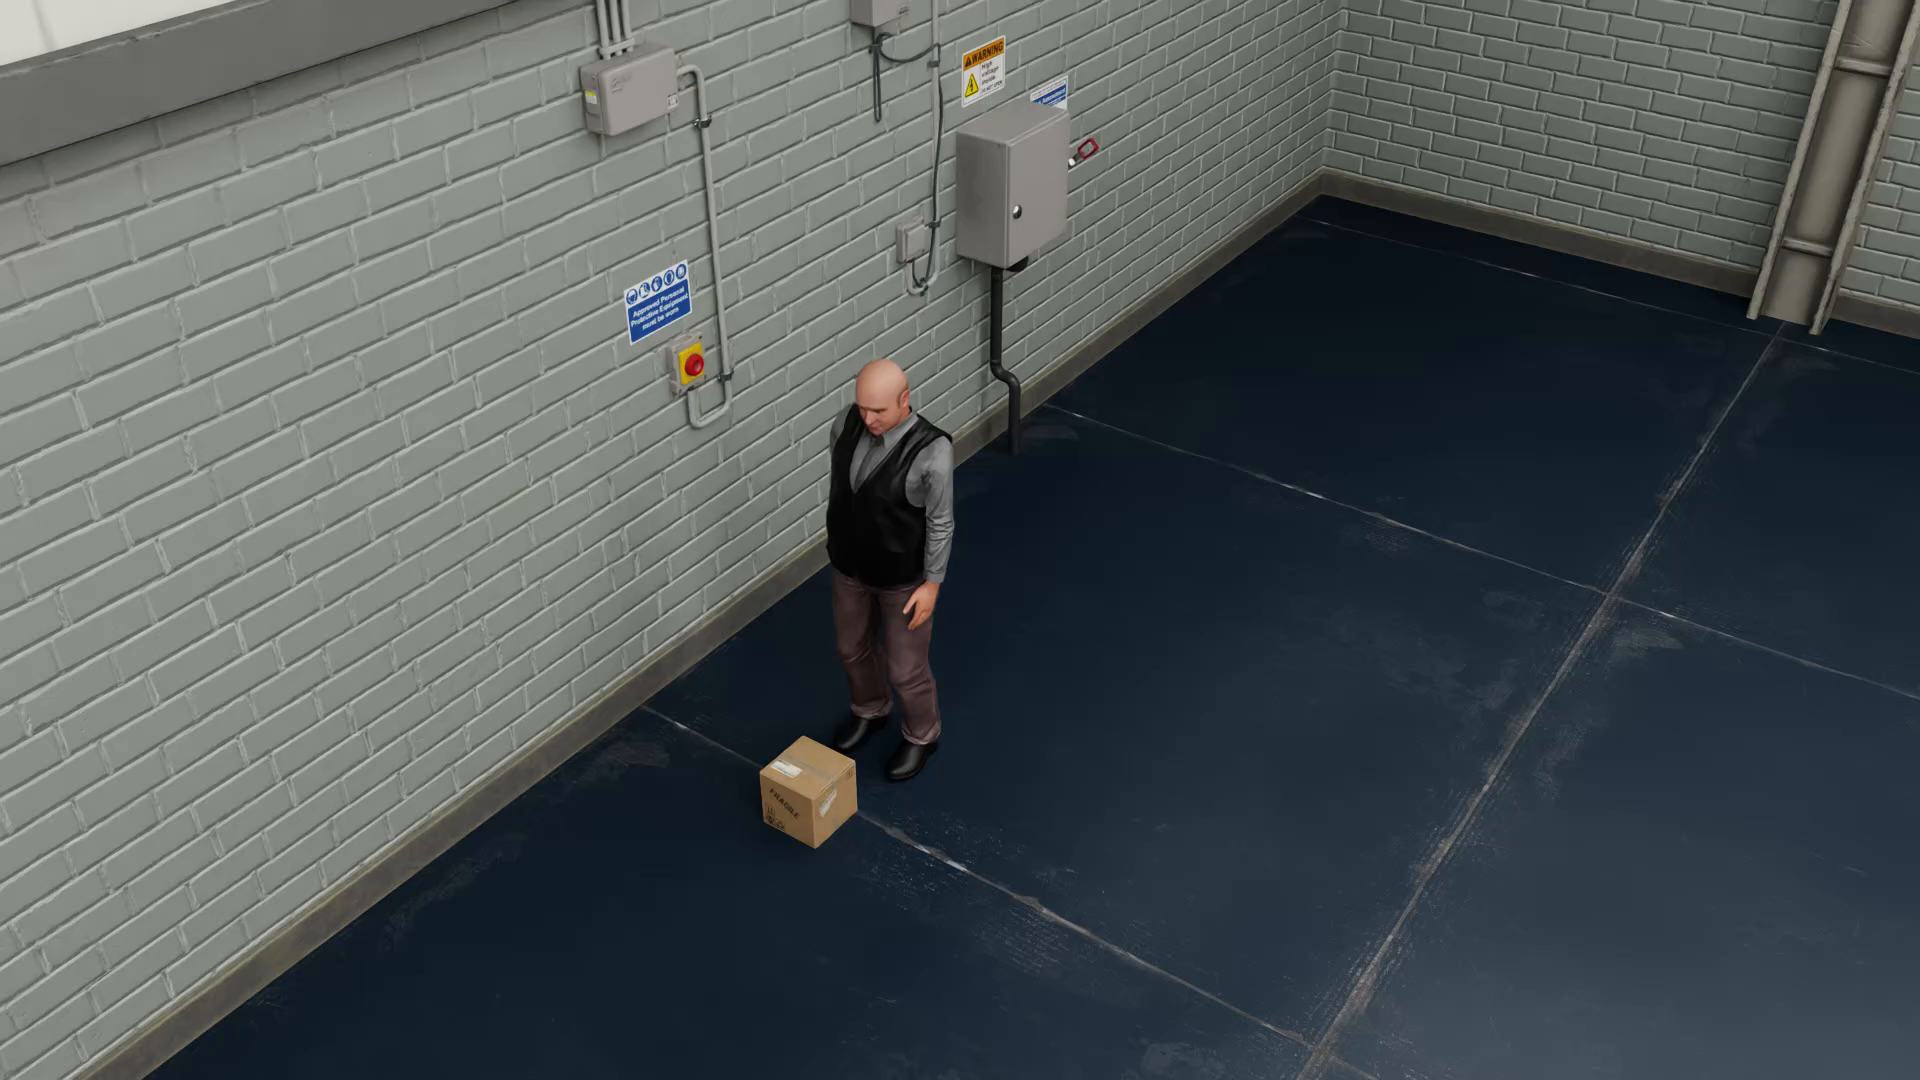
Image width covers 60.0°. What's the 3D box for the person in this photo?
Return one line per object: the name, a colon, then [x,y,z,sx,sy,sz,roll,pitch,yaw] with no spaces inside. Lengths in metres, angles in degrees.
person: [-0.254,0.108,6.023,0.535,1.714,0.353,22,40,29]
